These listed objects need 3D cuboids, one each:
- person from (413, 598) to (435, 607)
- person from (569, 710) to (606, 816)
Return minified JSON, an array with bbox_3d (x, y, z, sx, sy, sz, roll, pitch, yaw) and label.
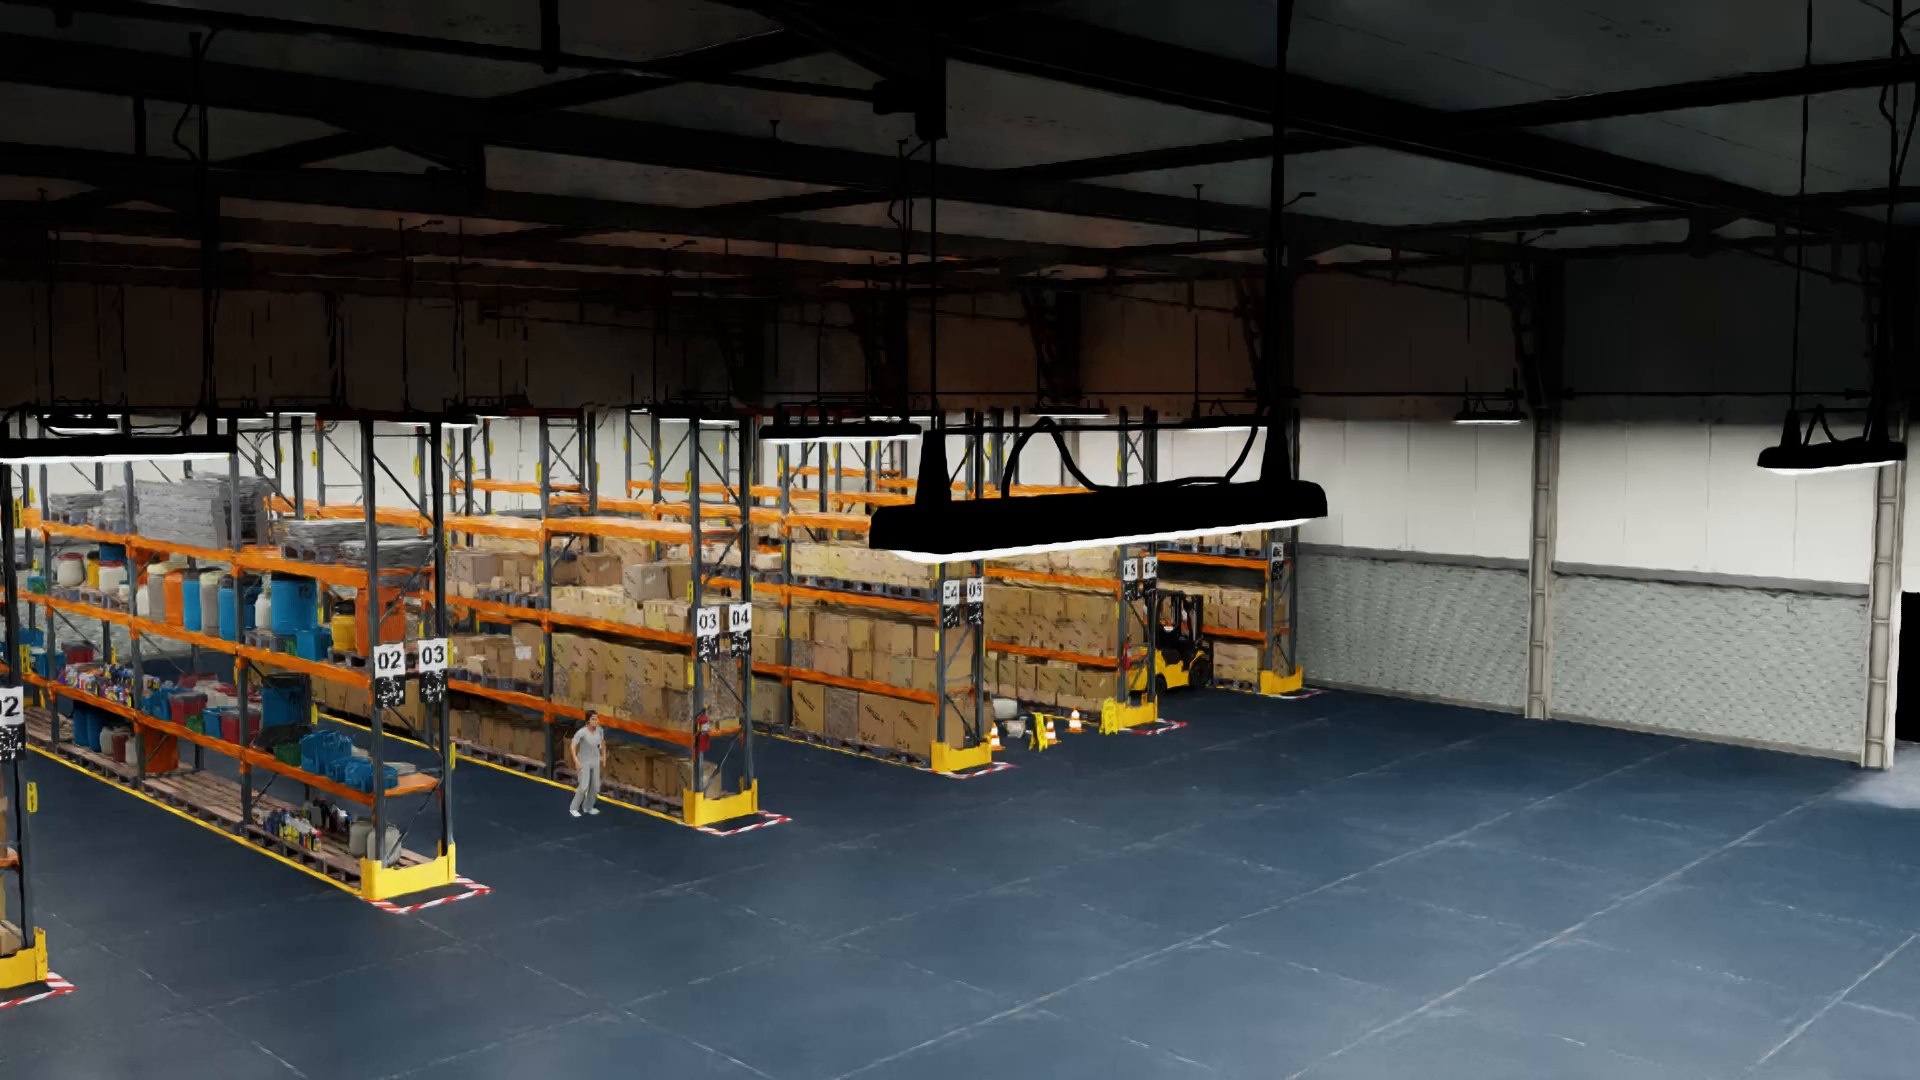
[{"bbox_3d":[-12.834,1.934,40.041,0.612,1.717,0.612,-1,5,-11],"label":"person"},{"bbox_3d":[-5.572,3.327,24.885,0.507,1.618,0.580,5,7,43],"label":"person"}]
